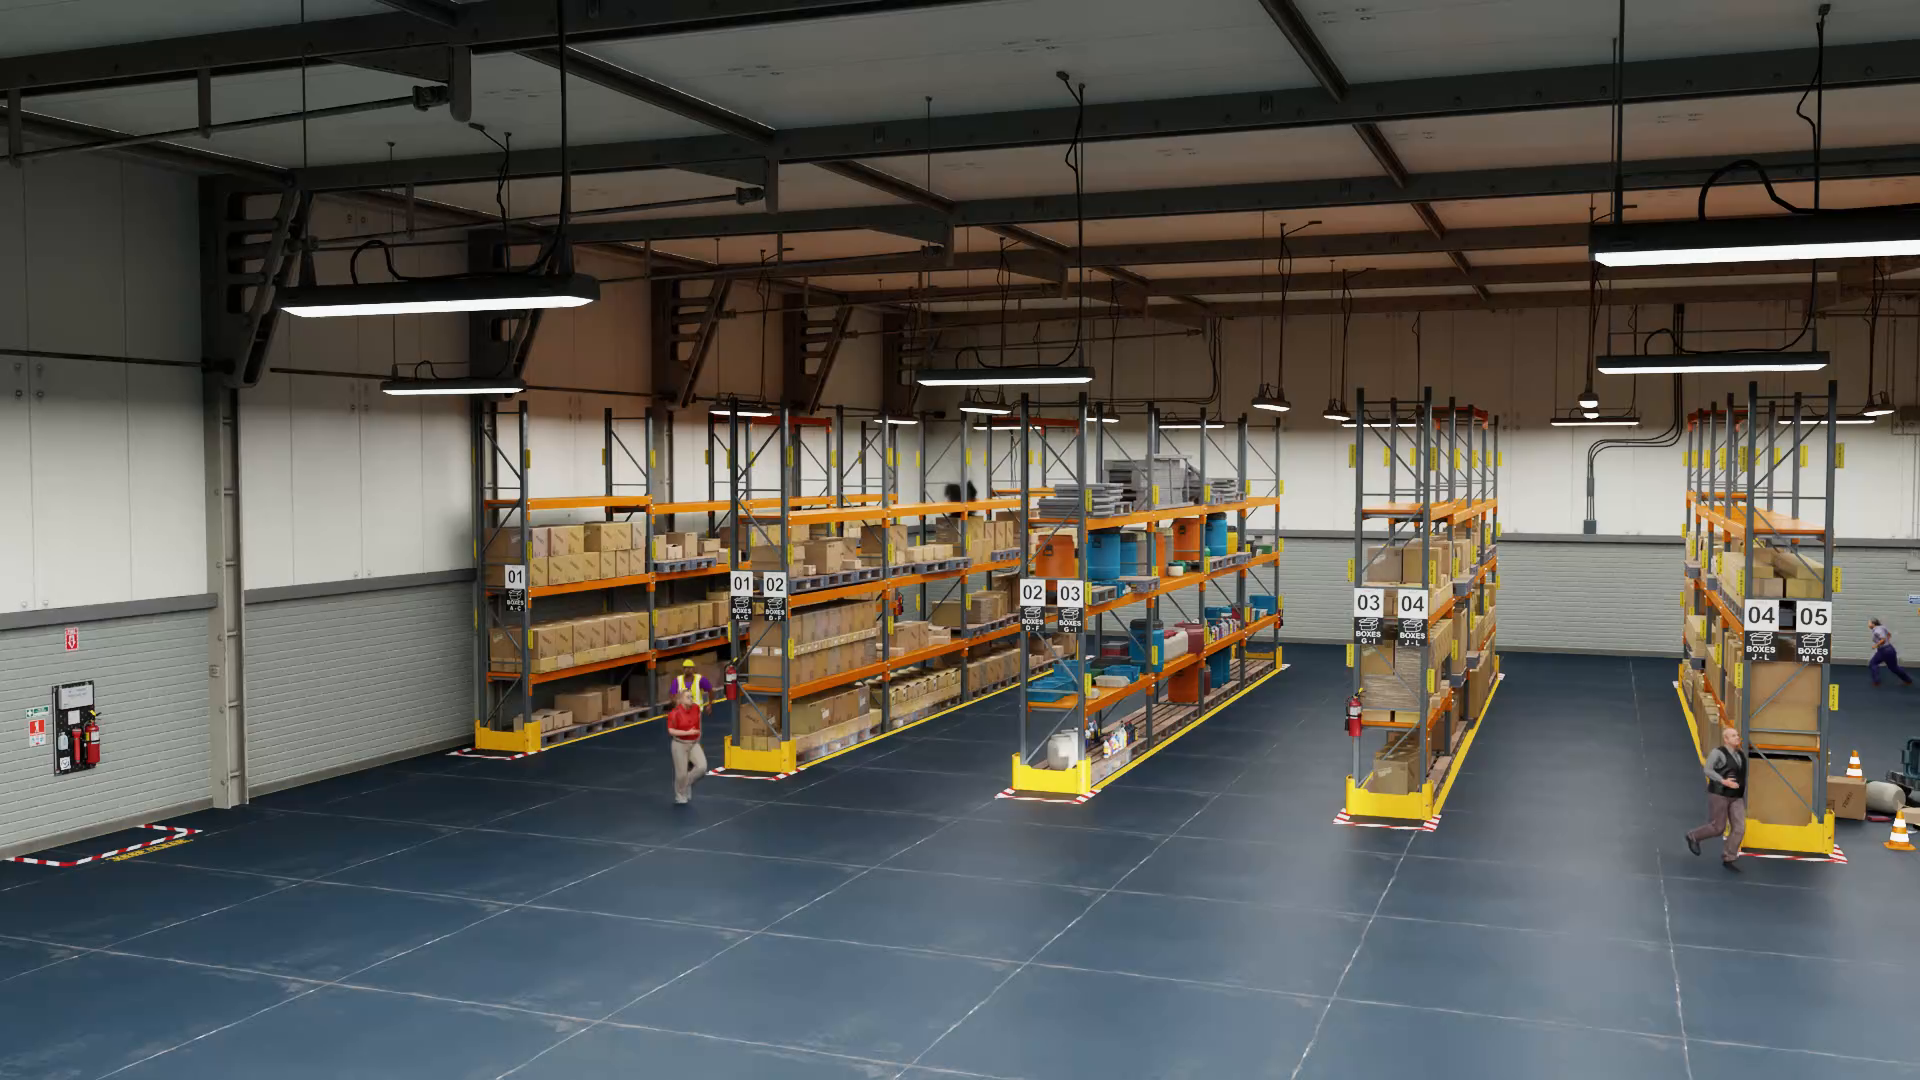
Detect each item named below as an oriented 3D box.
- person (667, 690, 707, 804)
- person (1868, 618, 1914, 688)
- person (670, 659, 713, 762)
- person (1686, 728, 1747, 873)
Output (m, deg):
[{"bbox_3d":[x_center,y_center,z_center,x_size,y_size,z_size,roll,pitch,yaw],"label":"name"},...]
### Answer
[{"bbox_3d":[-3.908,2.985,23.960,0.703,1.677,0.748,-3,4,-43],"label":"person"},{"bbox_3d":[20.288,2.501,36.238,0.919,1.573,0.624,2,3,29],"label":"person"},{"bbox_3d":[-4.444,2.819,27.395,0.702,1.709,0.609,0,3,0],"label":"person"},{"bbox_3d":[9.415,3.166,20.489,0.674,1.714,0.807,-1,3,-20],"label":"person"}]
